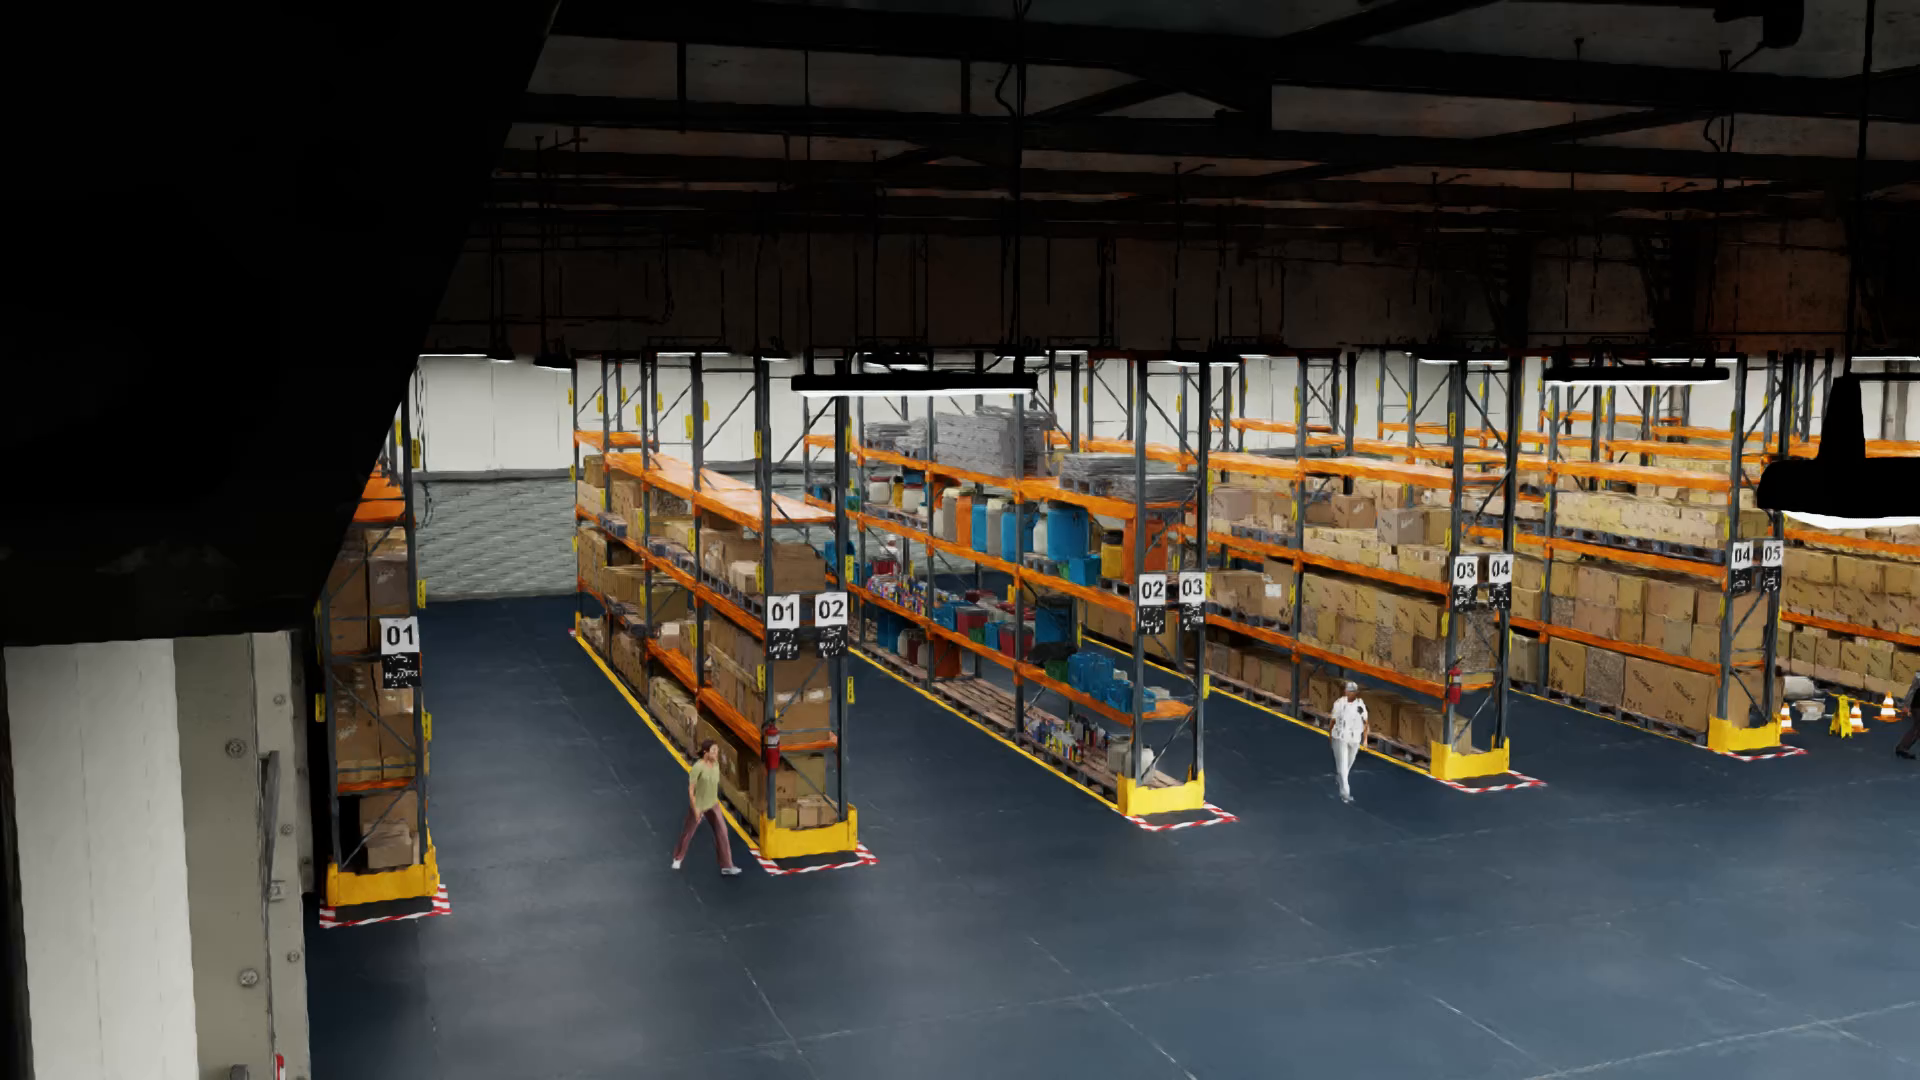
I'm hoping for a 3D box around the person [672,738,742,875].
[{"bbox_3d":[-3.003,3.112,19.500,0.956,1.621,0.518,7,10,44],"label":"person"}]

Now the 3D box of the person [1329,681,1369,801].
[{"bbox_3d":[5.317,2.708,22.723,0.476,1.598,1.003,-1,7,-12],"label":"person"}]

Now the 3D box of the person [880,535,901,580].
[{"bbox_3d":[-1.493,0.760,37.609,0.600,1.784,0.527,6,9,40],"label":"person"}]

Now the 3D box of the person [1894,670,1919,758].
[{"bbox_3d":[14.179,2.481,24.364,0.555,1.673,1.008,-3,8,-22],"label":"person"}]
